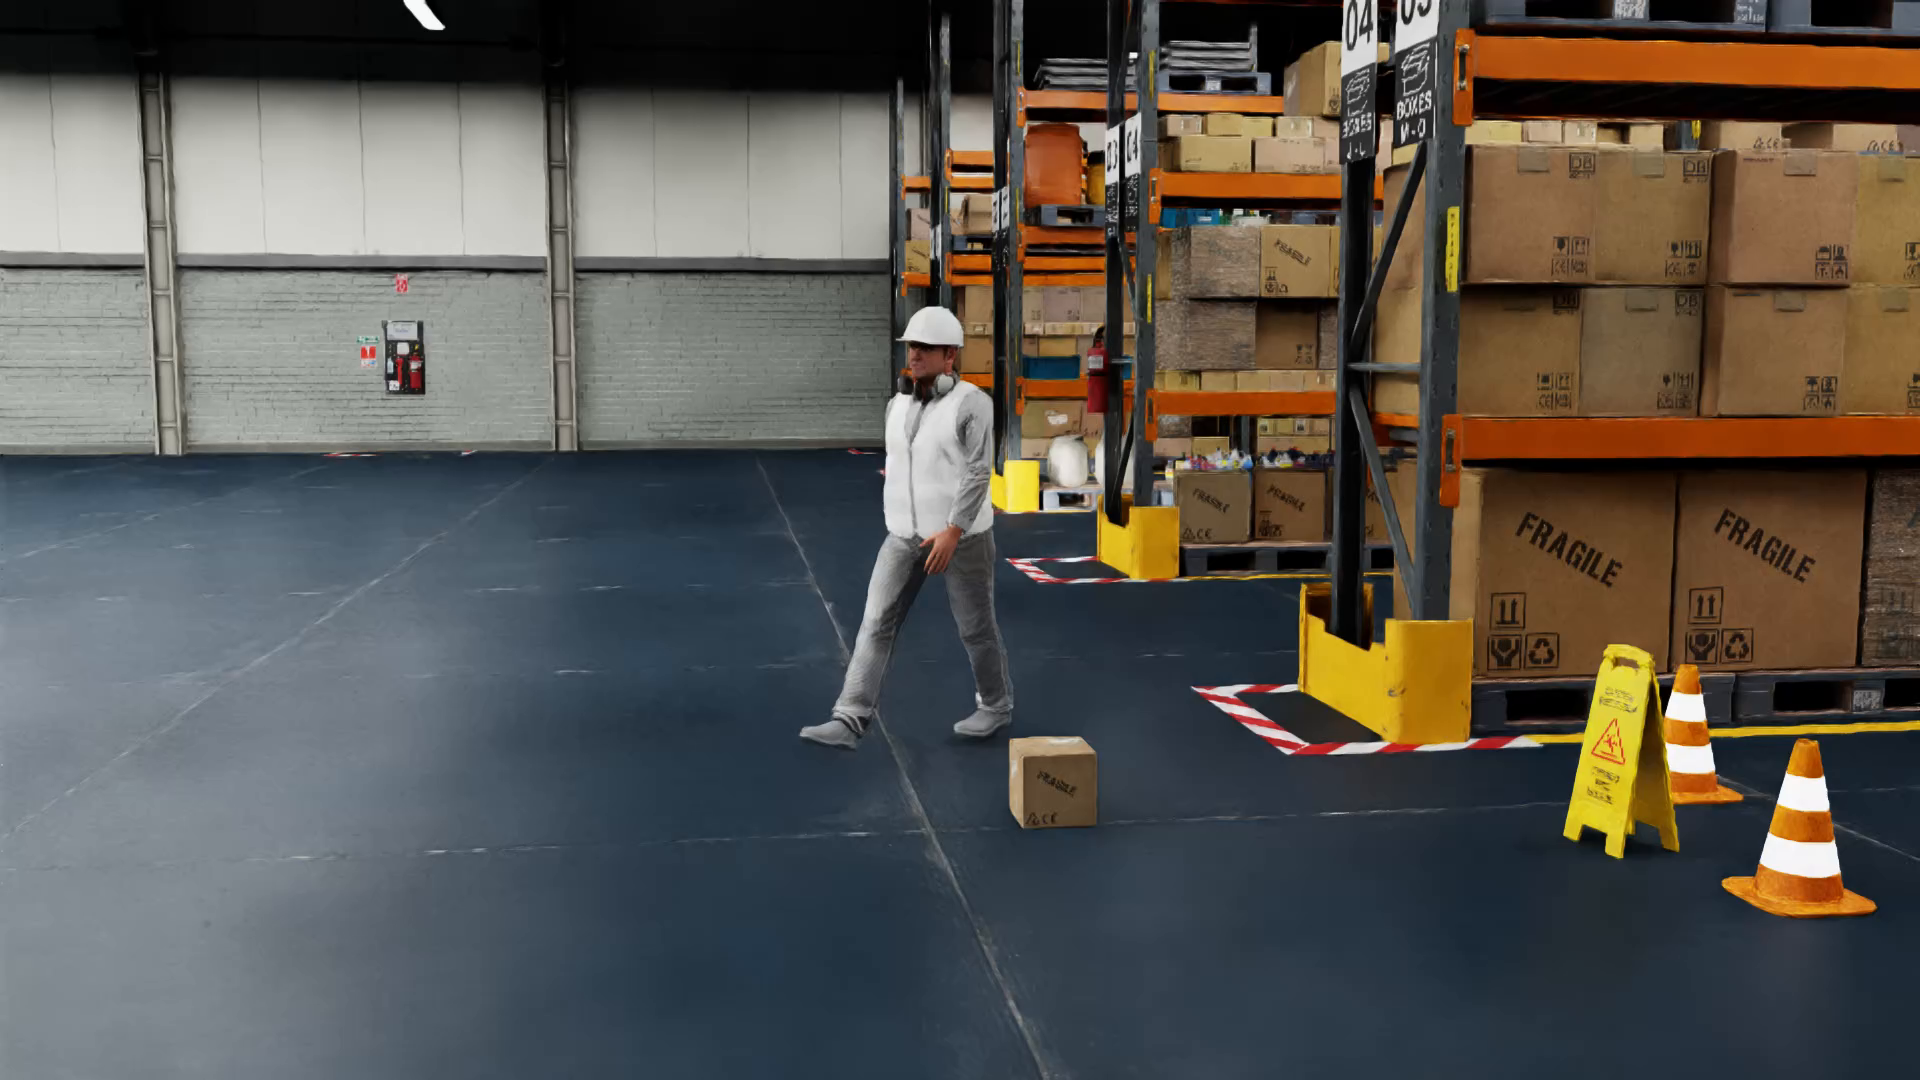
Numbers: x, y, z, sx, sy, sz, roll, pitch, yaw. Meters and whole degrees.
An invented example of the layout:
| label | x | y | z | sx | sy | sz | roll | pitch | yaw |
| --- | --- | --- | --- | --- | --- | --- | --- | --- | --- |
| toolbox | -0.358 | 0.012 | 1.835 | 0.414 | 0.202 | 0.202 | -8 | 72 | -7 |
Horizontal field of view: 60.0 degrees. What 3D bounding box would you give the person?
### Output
| label | x | y | z | sx | sy | sz | roll | pitch | yaw |
| --- | --- | --- | --- | --- | --- | --- | --- | --- | --- |
| person | -0.146 | -0.041 | 6.461 | 0.571 | 1.726 | 0.989 | 4 | 7 | 30 |
